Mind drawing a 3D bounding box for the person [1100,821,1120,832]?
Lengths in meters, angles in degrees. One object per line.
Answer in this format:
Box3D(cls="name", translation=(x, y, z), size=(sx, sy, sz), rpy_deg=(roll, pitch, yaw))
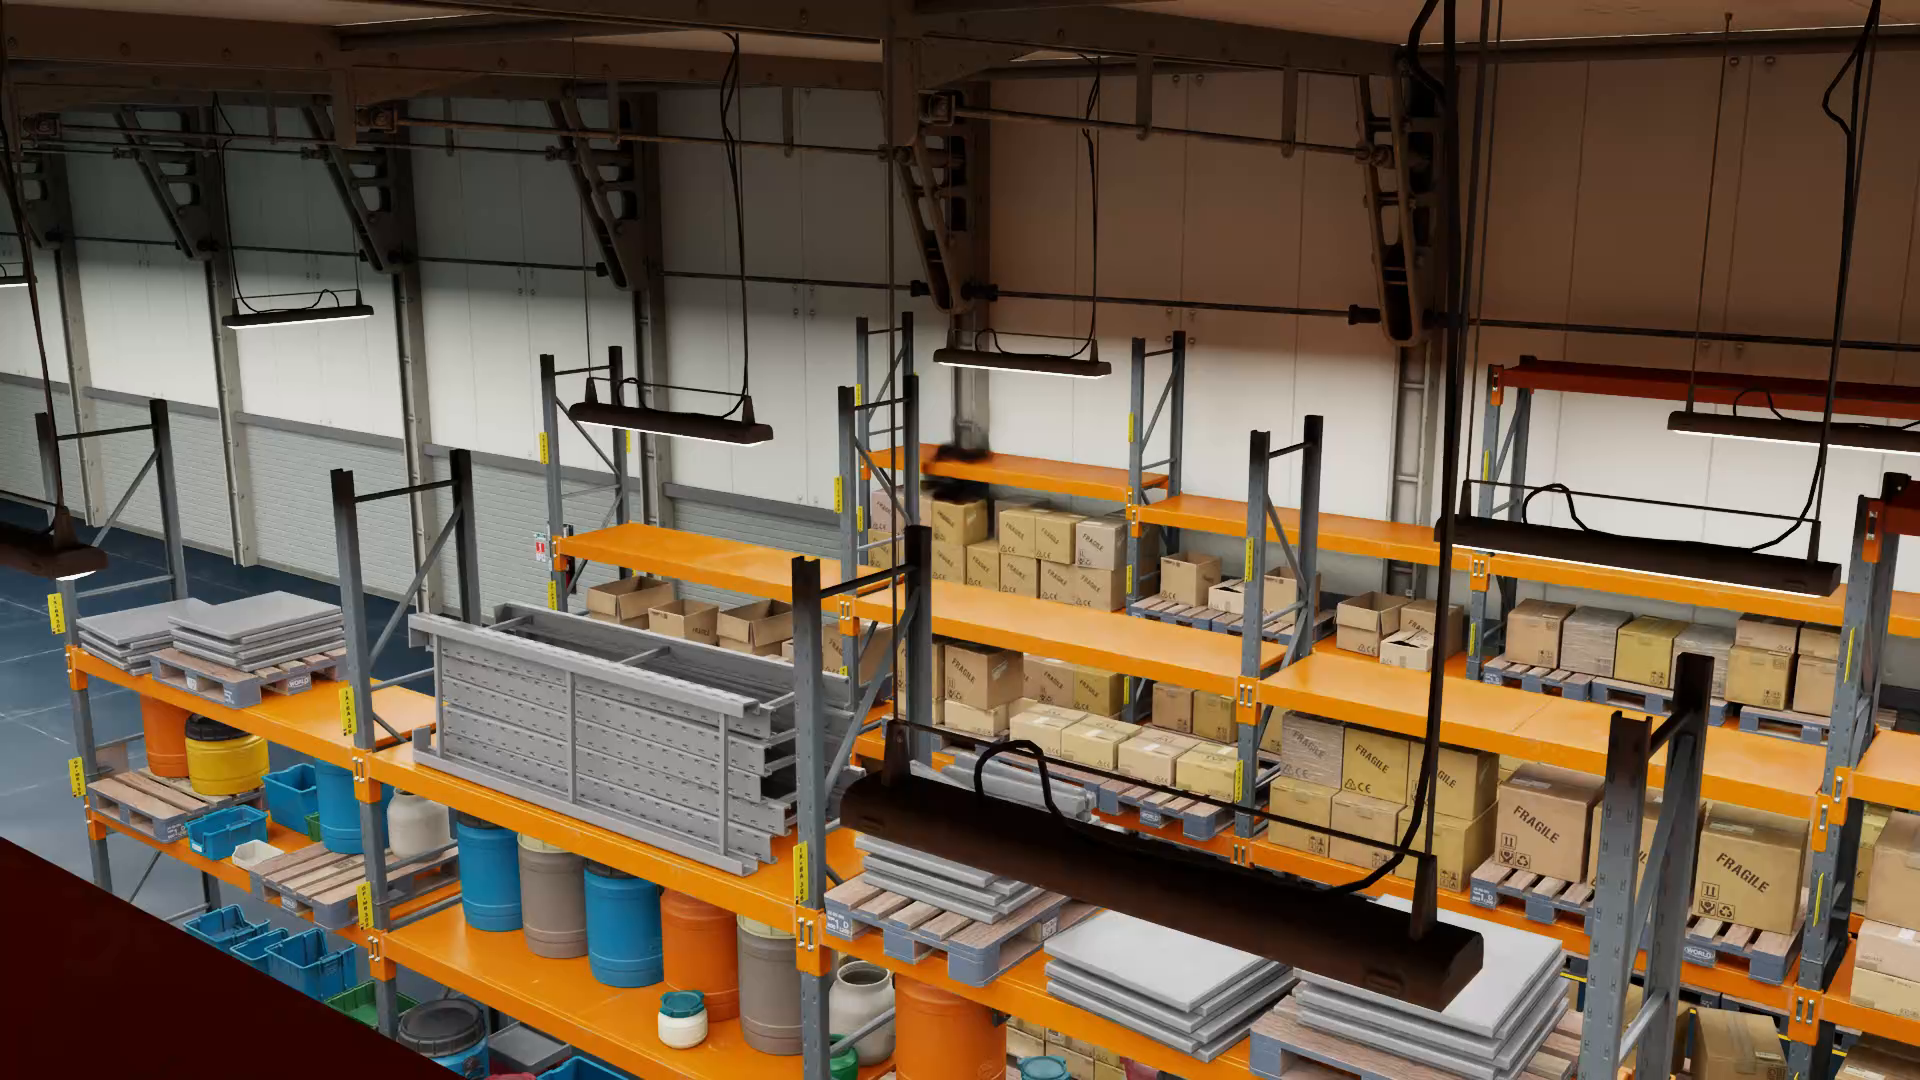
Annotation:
Box3D(cls="person", translation=(1.531, 3.413, 16.776), size=(0.896, 1.707, 0.574), rpy_deg=(6, 14, 24))
